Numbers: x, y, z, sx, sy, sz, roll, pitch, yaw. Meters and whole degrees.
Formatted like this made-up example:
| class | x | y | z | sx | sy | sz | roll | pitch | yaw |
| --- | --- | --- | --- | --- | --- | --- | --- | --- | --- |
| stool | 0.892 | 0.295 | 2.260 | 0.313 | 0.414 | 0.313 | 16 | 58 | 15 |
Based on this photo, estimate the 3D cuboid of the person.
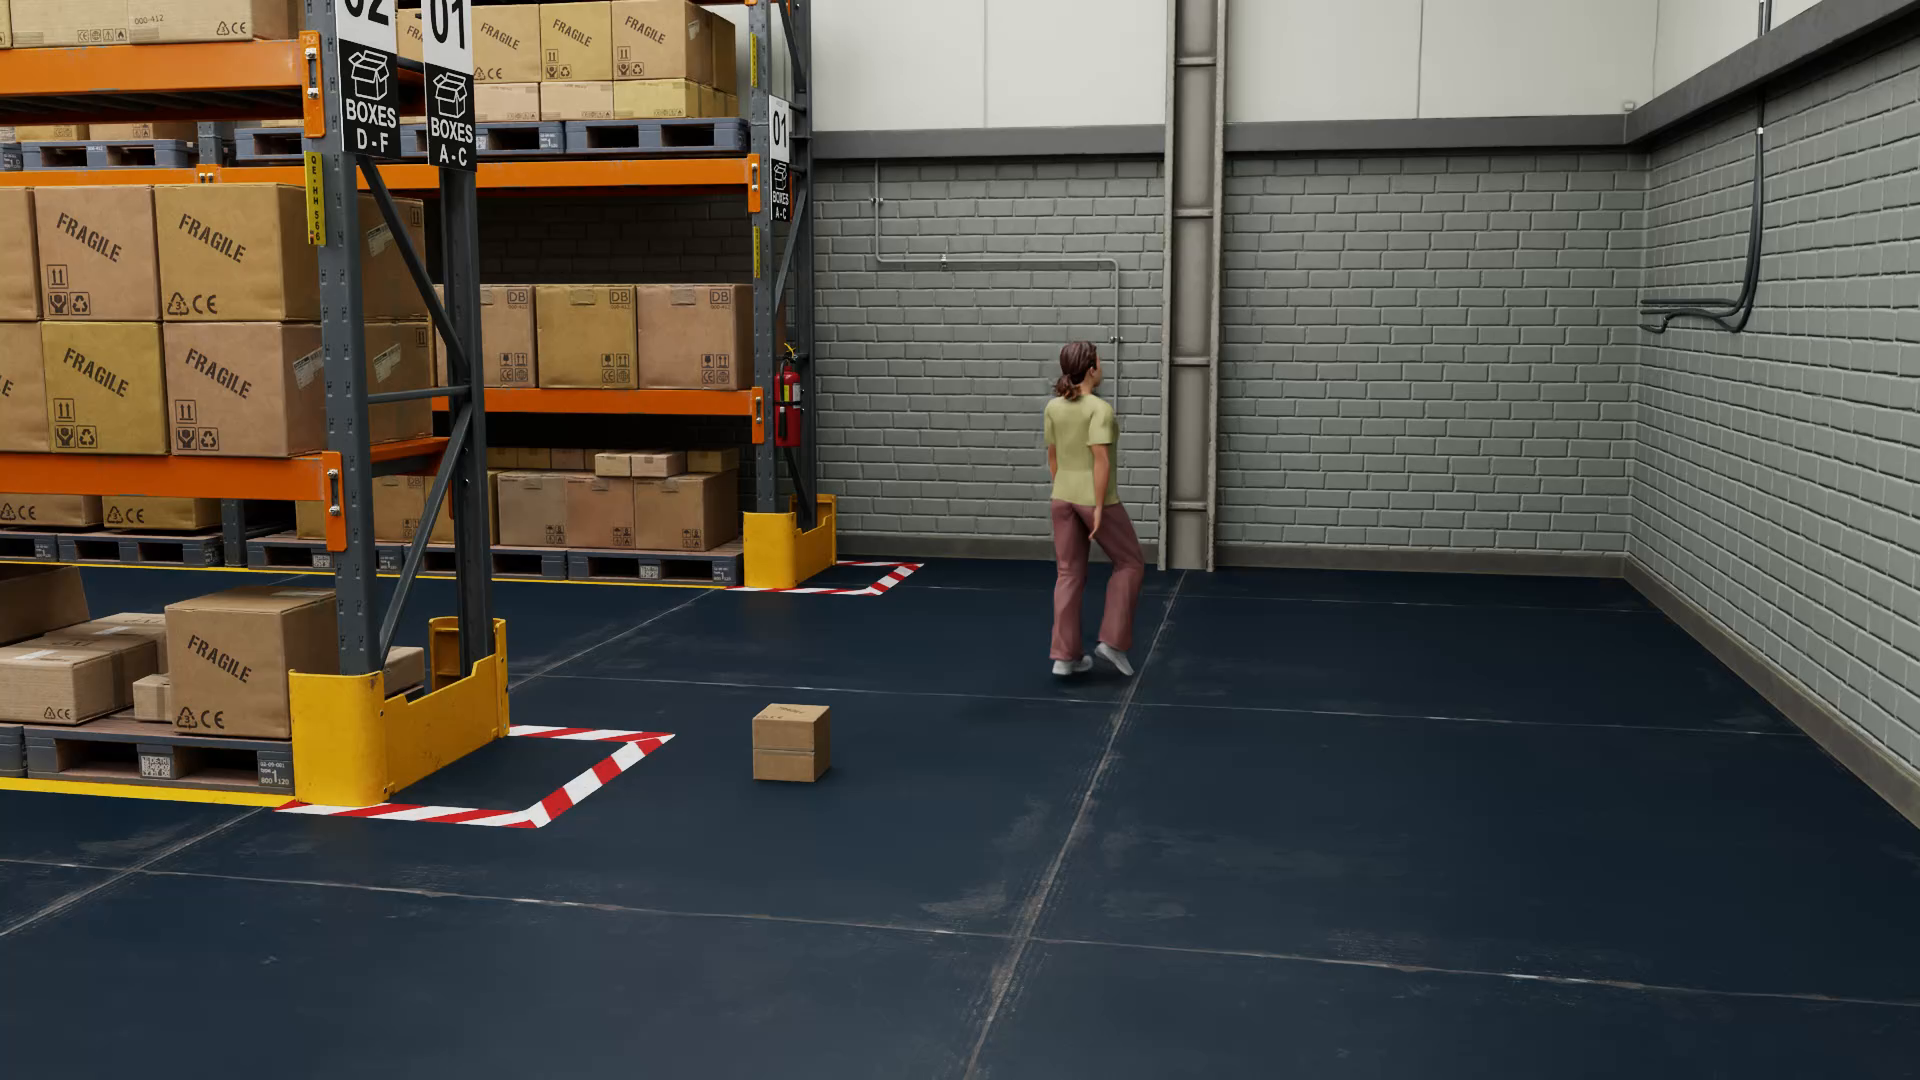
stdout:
| class | x | y | z | sx | sy | sz | roll | pitch | yaw |
| --- | --- | --- | --- | --- | --- | --- | --- | --- | --- |
| person | 0.637 | -0.134 | 8.331 | 0.445 | 1.722 | 0.500 | 7 | 10 | 39 |
